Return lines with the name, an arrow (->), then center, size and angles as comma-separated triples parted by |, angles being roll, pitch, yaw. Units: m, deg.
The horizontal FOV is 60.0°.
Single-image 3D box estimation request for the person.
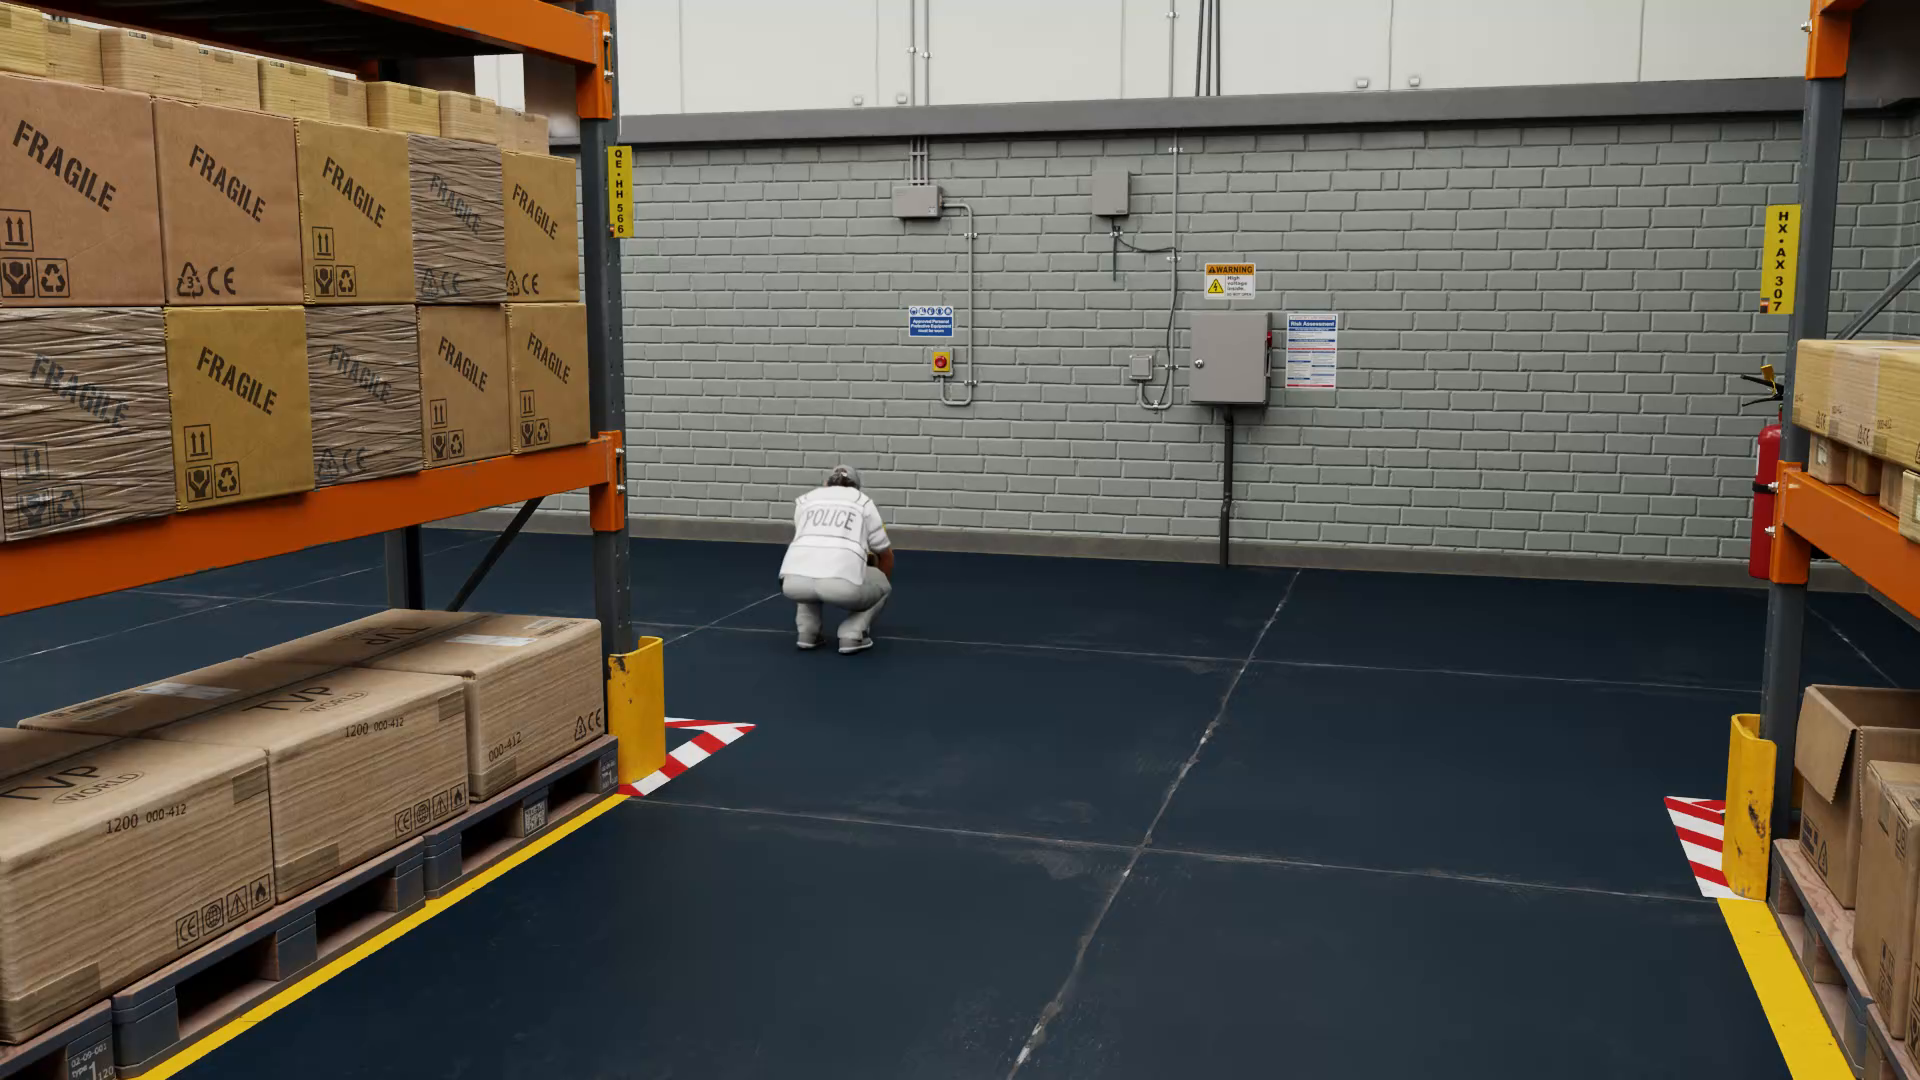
person -> -0.643, 0.096, 8.728 | 0.516, 0.934, 0.854 | 2, 9, 16
